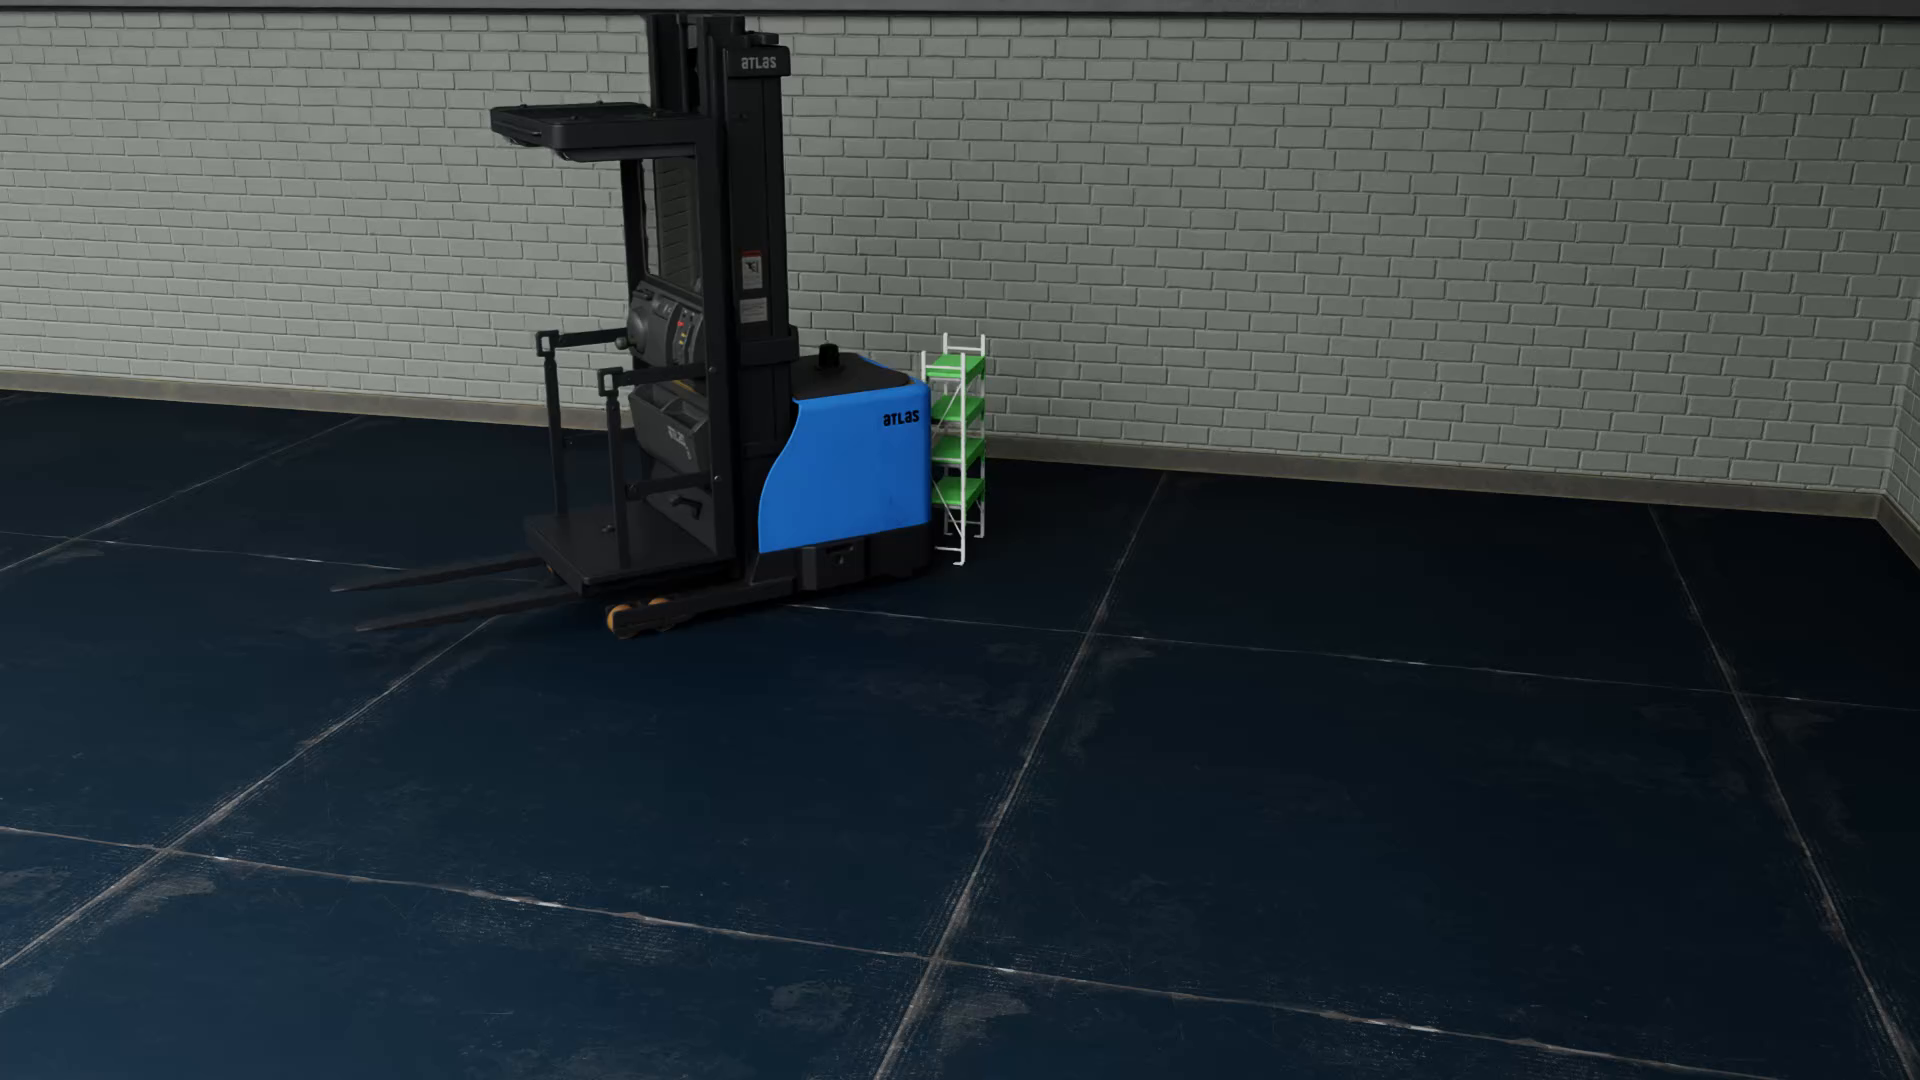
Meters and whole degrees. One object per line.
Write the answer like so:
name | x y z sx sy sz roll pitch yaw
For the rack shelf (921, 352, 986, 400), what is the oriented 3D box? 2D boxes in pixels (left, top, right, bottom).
rack shelf | -0.032 -0.912 9.213 0.258 0.148 0.480 4 19 13

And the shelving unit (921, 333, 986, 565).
shelving unit | -0.032 -0.518 9.348 0.258 1.200 0.503 4 19 13

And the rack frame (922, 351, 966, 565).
rack frame | -0.088 -0.441 9.123 0.240 1.200 0.015 4 19 13

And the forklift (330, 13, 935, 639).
forklift | -1.672 -1.092 8.349 3.031 2.935 1.130 -11 22 -28

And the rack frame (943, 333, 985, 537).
rack frame | 0.025 -0.595 9.573 0.240 1.200 0.015 4 19 13

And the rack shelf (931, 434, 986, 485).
rack shelf | -0.032 -0.458 9.369 0.258 0.148 0.480 4 19 13

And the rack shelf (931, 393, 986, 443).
rack shelf | -0.032 -0.685 9.291 0.258 0.148 0.480 4 19 13

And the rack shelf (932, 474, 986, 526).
rack shelf | -0.032 -0.231 9.446 0.258 0.148 0.480 4 19 13
